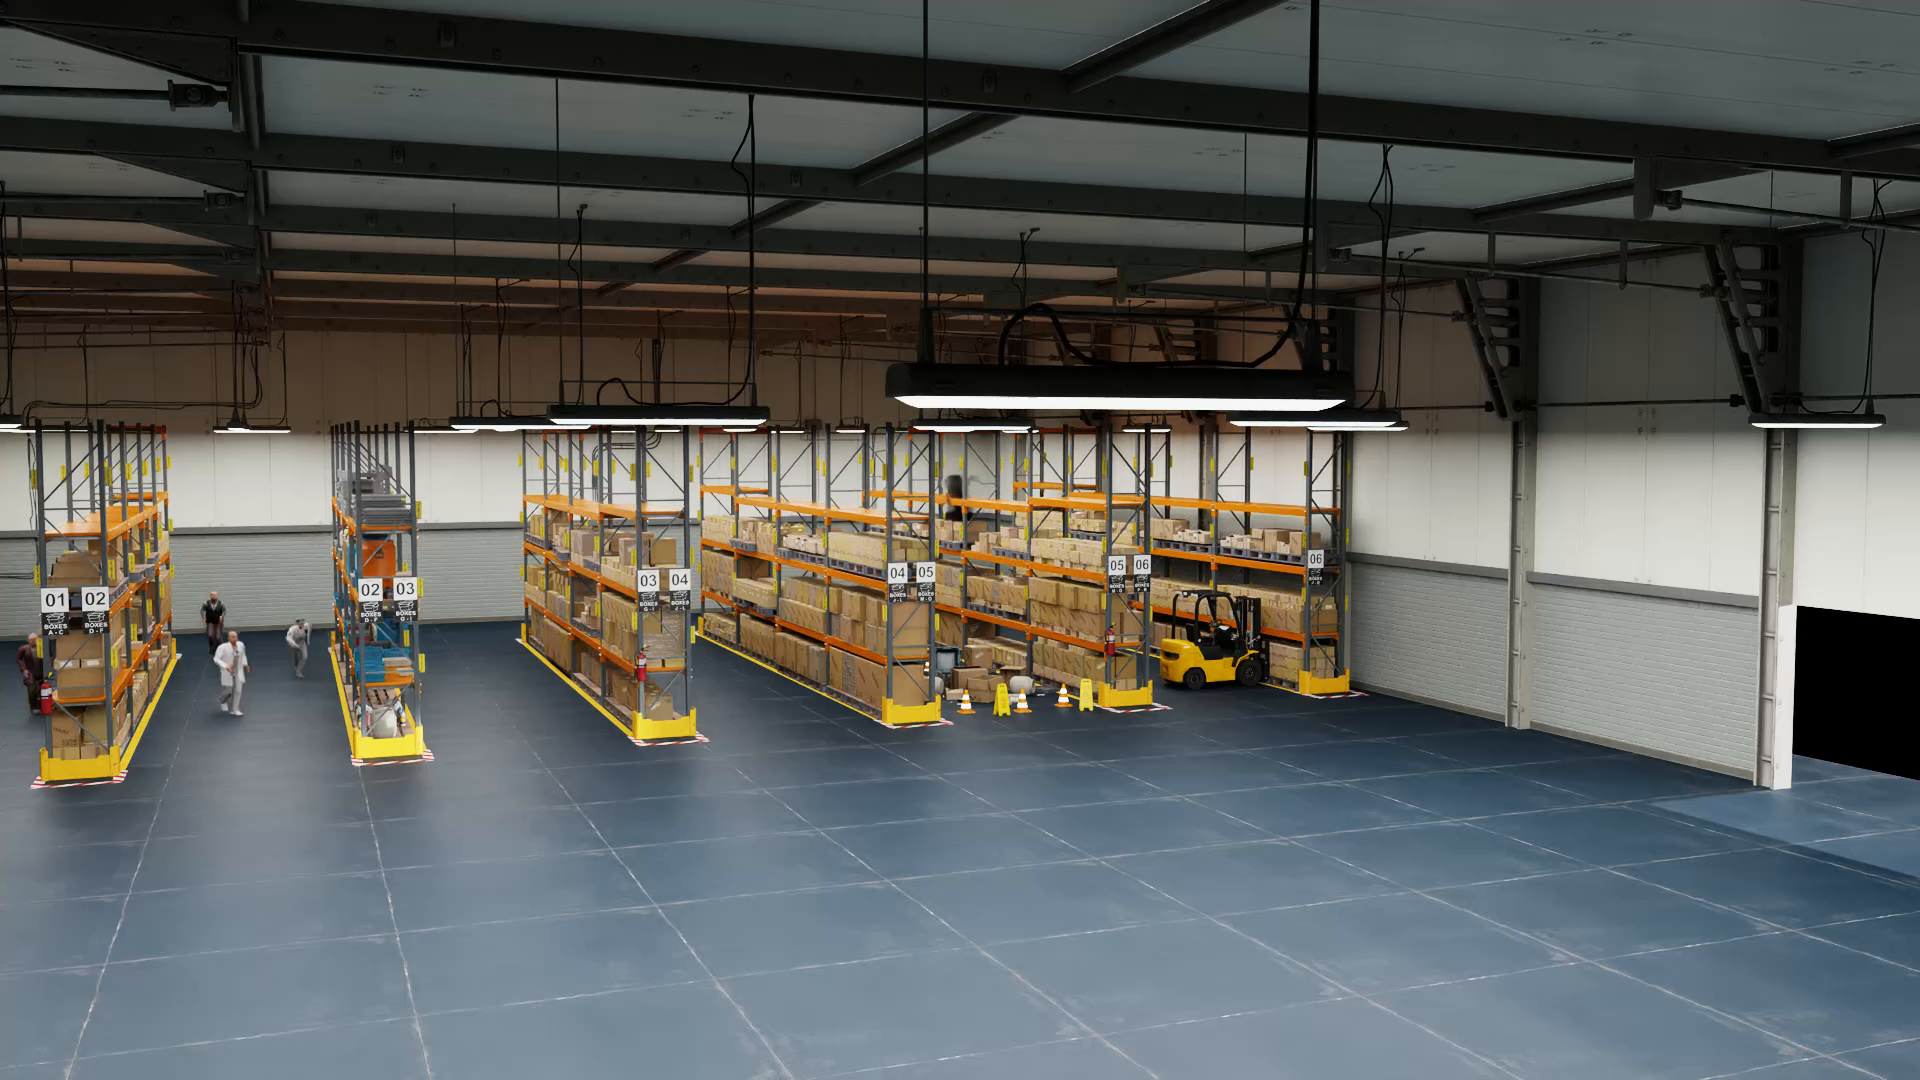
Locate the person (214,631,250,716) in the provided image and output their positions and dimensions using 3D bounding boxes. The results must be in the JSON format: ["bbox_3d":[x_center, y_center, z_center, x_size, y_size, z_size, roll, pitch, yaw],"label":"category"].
[{"bbox_3d":[-15.017,2.726,34.182,0.707,1.734,0.866,-4,5,-45],"label":"person"}]

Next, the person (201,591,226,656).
[{"bbox_3d":[-19.455,2.173,43.362,0.614,1.687,0.754,-2,4,-25],"label":"person"}]

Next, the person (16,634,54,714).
[{"bbox_3d":[-19.065,2.735,34.278,0.715,1.686,0.888,-3,5,-40],"label":"person"}]

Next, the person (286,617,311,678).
[{"bbox_3d":[-15.789,2.542,39.610,0.602,1.467,1.094,-3,4,-36],"label":"person"}]
